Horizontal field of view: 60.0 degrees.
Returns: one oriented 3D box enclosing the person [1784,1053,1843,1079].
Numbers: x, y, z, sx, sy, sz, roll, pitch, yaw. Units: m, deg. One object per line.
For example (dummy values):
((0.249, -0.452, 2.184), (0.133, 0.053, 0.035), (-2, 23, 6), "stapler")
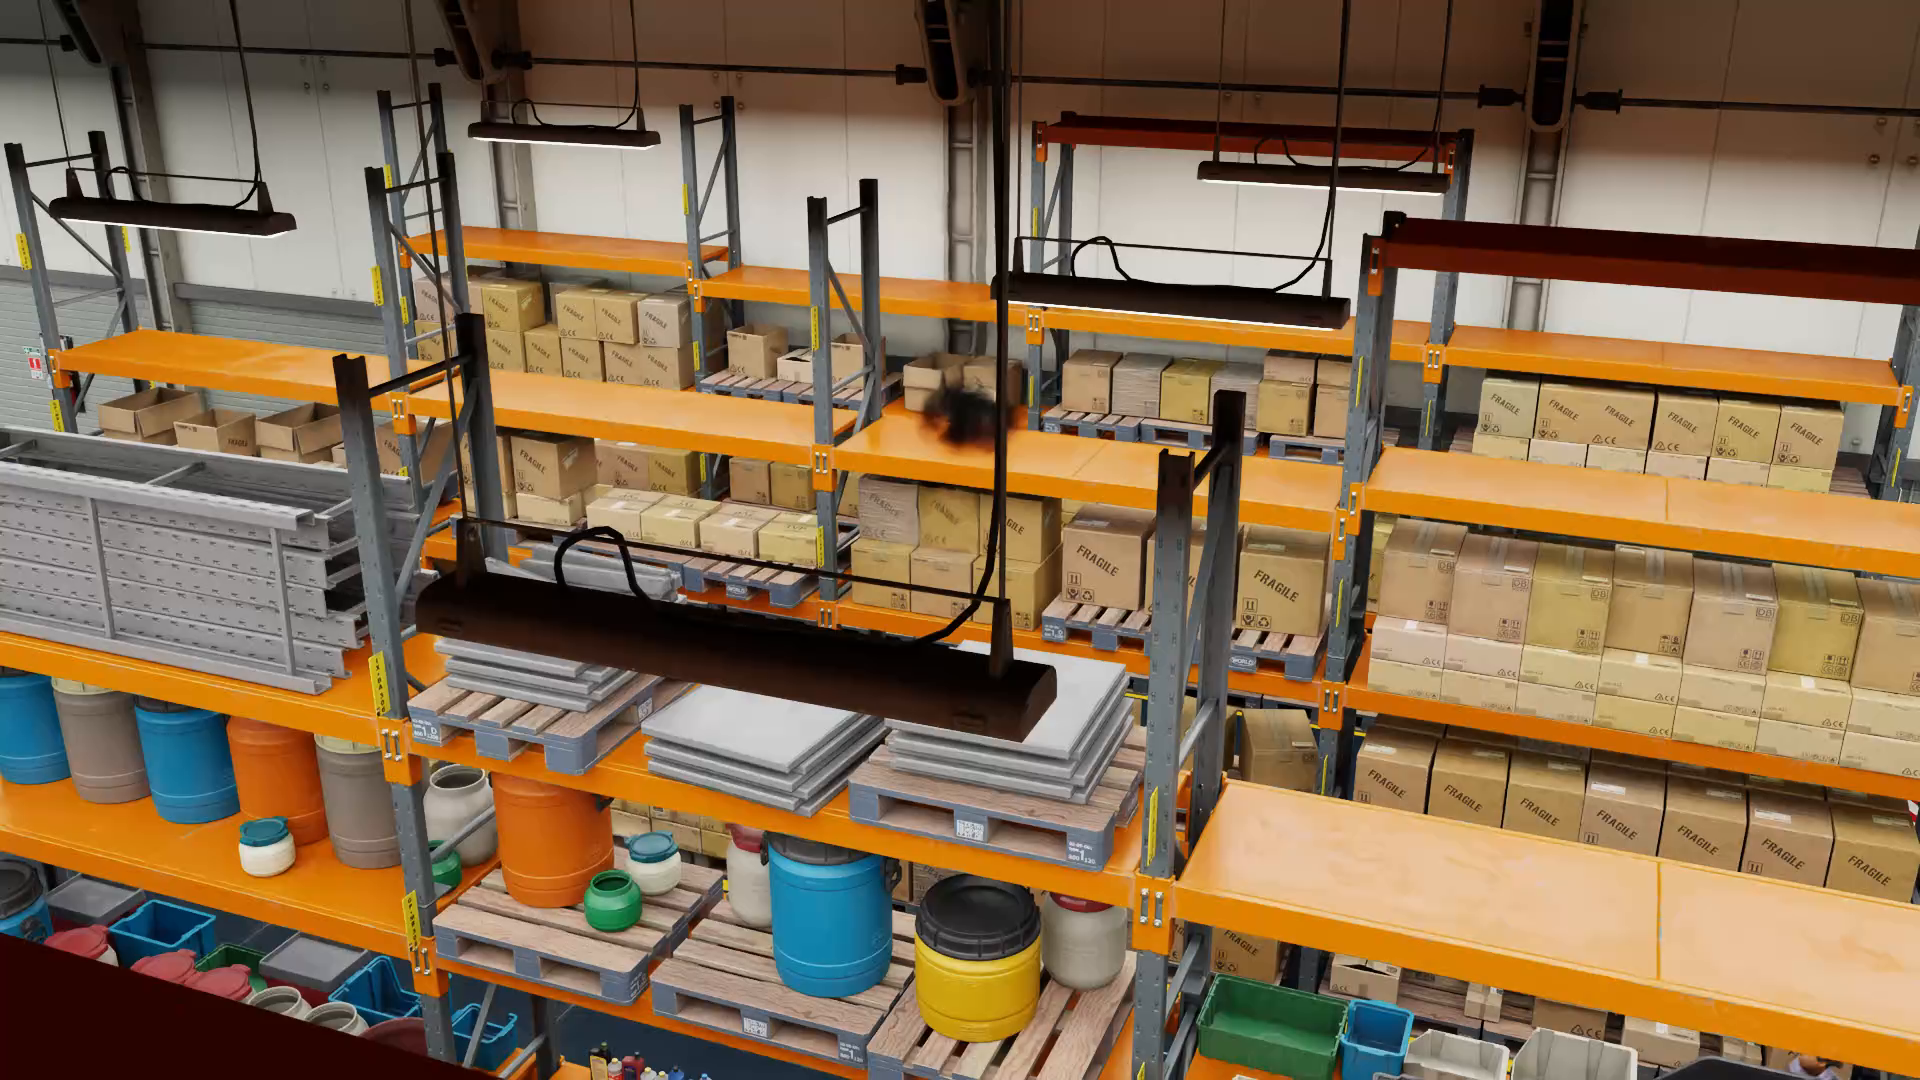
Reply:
((5.176, 3.760, 10.227), (0.902, 1.669, 0.609), (-3, 21, -7), "person")
